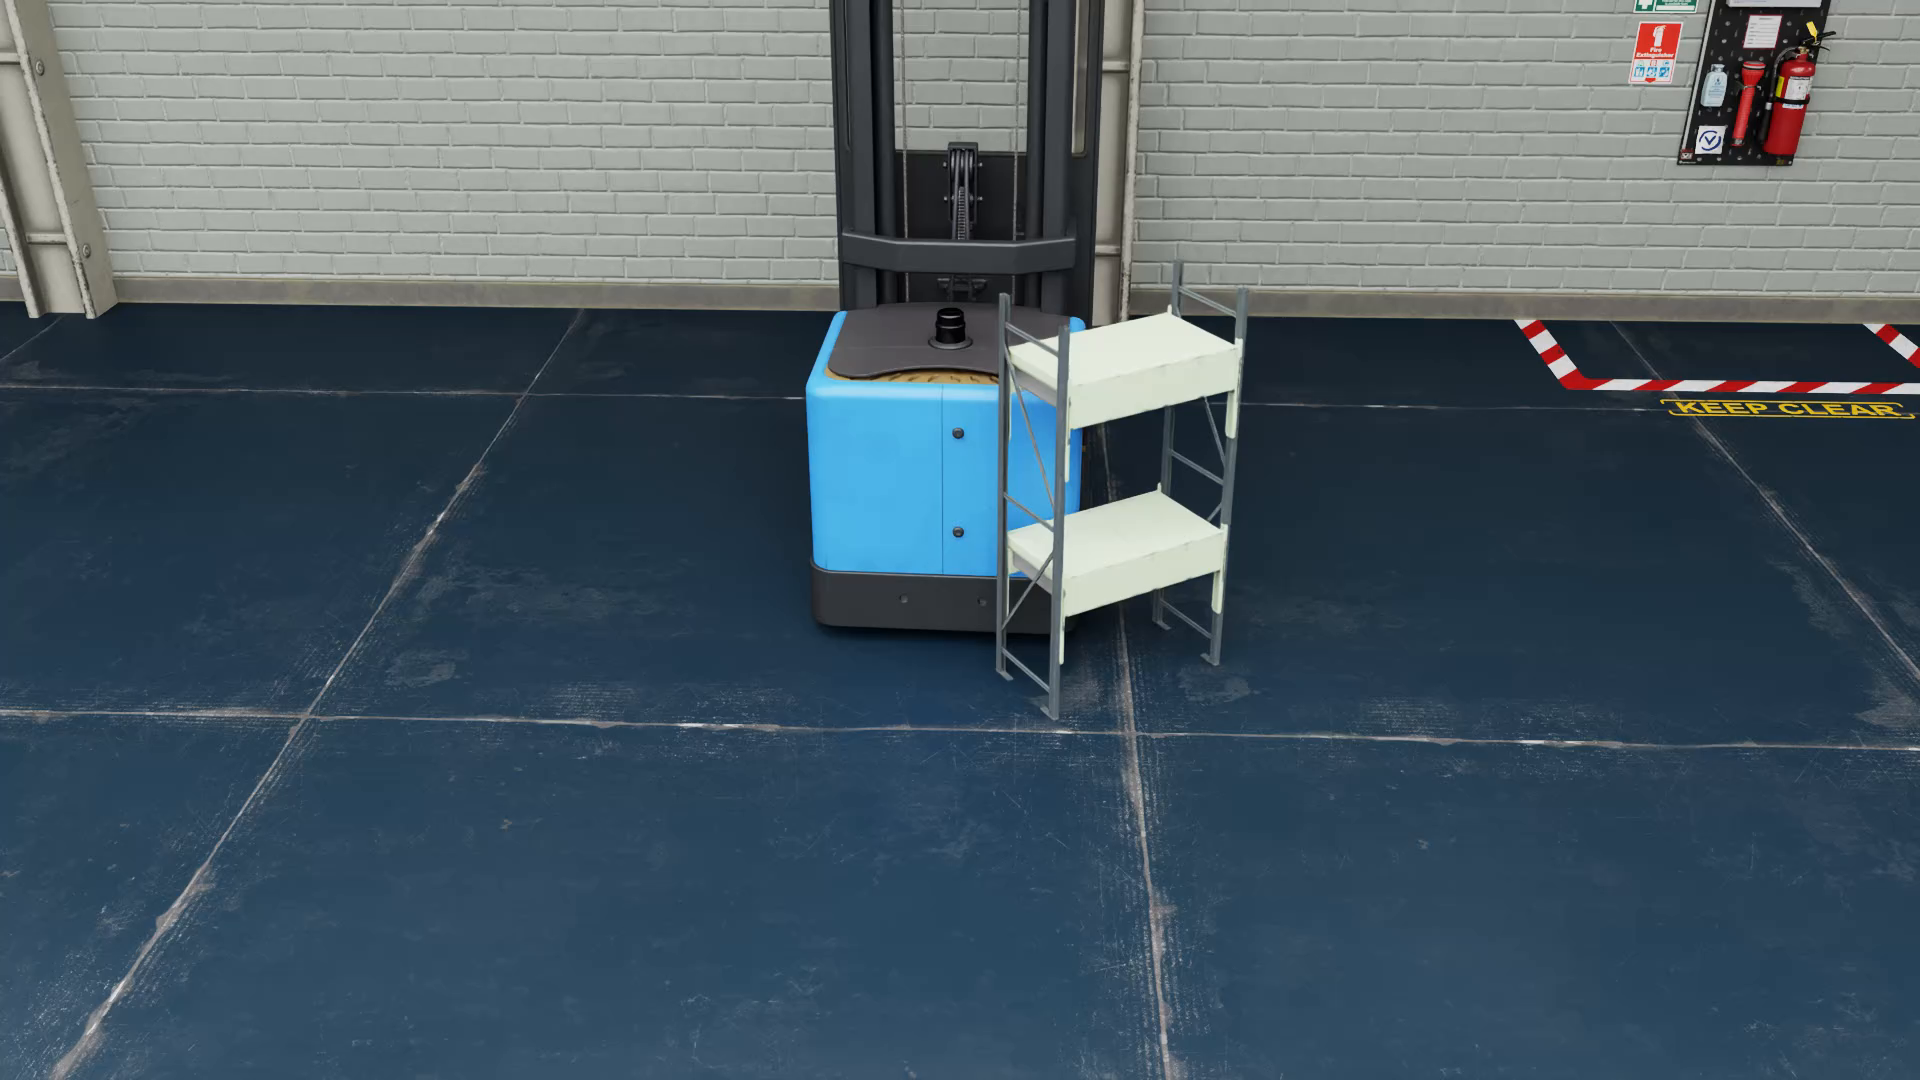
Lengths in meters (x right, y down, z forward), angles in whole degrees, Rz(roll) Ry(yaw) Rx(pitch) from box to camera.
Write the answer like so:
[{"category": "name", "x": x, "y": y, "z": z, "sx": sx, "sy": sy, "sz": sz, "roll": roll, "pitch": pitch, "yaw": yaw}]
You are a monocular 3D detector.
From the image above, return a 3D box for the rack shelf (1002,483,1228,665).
[{"category": "rack shelf", "x": 0.561, "y": 0.111, "z": 6.131, "sx": 0.720, "sy": 0.370, "sz": 0.431, "roll": -15, "pitch": 31, "yaw": -27}]

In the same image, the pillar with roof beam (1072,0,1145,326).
[{"category": "pillar with roof beam", "x": 0.617, "y": -3.228, "z": 3.731, "sx": 0.400, "sy": 9.000, "sz": 9.100, "roll": 1, "pitch": 28, "yaw": 2}]

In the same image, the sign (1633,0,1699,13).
[{"category": "sign", "x": 3.752, "y": -2.855, "z": 8.829, "sx": 0.331, "sy": 0.109, "sz": 0.001, "roll": 1, "pitch": 28, "yaw": 2}]

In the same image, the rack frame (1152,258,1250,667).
[{"category": "rack frame", "x": 0.876, "y": -0.264, "z": 6.144, "sx": 0.023, "sy": 1.500, "sz": 0.400, "roll": -15, "pitch": 31, "yaw": -27}]

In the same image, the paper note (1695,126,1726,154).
[{"category": "paper note", "x": 4.122, "y": -2.198, "z": 9.133, "sx": 0.142, "sy": 0.148, "sz": 0.016, "roll": 1, "pitch": 28, "yaw": 2}]

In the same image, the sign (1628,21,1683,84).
[{"category": "sign", "x": 3.748, "y": -2.625, "z": 8.961, "sx": 0.234, "sy": 0.329, "sz": 0.001, "roll": 1, "pitch": 28, "yaw": 2}]

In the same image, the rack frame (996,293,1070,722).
[{"category": "rack frame", "x": 0.244, "y": -0.091, "z": 5.817, "sx": 0.023, "sy": 1.500, "sz": 0.400, "roll": -15, "pitch": 31, "yaw": -27}]

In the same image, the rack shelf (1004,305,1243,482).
[{"category": "rack shelf", "x": 0.559, "y": -0.523, "z": 5.799, "sx": 0.720, "sy": 0.370, "sz": 0.431, "roll": -15, "pitch": 31, "yaw": -27}]

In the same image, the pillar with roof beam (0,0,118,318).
[{"category": "pillar with roof beam", "x": -5.380, "y": -3.327, "z": 3.918, "sx": 0.400, "sy": 9.000, "sz": 9.100, "roll": 1, "pitch": 28, "yaw": 2}]

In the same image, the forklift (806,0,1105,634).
[{"category": "forklift", "x": 0.047, "y": -1.589, "z": 7.118, "sx": 1.130, "sy": 2.935, "sz": 3.031, "roll": 2, "pitch": 28, "yaw": 4}]

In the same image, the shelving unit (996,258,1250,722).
[{"category": "shelving unit", "x": 0.560, "y": -0.177, "z": 5.980, "sx": 0.755, "sy": 1.500, "sz": 0.431, "roll": -15, "pitch": 31, "yaw": -27}]

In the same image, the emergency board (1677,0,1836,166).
[{"category": "emergency board", "x": 4.297, "y": -2.552, "z": 8.861, "sx": 0.643, "sy": 1.169, "sz": 0.194, "roll": 1, "pitch": 28, "yaw": 2}]
